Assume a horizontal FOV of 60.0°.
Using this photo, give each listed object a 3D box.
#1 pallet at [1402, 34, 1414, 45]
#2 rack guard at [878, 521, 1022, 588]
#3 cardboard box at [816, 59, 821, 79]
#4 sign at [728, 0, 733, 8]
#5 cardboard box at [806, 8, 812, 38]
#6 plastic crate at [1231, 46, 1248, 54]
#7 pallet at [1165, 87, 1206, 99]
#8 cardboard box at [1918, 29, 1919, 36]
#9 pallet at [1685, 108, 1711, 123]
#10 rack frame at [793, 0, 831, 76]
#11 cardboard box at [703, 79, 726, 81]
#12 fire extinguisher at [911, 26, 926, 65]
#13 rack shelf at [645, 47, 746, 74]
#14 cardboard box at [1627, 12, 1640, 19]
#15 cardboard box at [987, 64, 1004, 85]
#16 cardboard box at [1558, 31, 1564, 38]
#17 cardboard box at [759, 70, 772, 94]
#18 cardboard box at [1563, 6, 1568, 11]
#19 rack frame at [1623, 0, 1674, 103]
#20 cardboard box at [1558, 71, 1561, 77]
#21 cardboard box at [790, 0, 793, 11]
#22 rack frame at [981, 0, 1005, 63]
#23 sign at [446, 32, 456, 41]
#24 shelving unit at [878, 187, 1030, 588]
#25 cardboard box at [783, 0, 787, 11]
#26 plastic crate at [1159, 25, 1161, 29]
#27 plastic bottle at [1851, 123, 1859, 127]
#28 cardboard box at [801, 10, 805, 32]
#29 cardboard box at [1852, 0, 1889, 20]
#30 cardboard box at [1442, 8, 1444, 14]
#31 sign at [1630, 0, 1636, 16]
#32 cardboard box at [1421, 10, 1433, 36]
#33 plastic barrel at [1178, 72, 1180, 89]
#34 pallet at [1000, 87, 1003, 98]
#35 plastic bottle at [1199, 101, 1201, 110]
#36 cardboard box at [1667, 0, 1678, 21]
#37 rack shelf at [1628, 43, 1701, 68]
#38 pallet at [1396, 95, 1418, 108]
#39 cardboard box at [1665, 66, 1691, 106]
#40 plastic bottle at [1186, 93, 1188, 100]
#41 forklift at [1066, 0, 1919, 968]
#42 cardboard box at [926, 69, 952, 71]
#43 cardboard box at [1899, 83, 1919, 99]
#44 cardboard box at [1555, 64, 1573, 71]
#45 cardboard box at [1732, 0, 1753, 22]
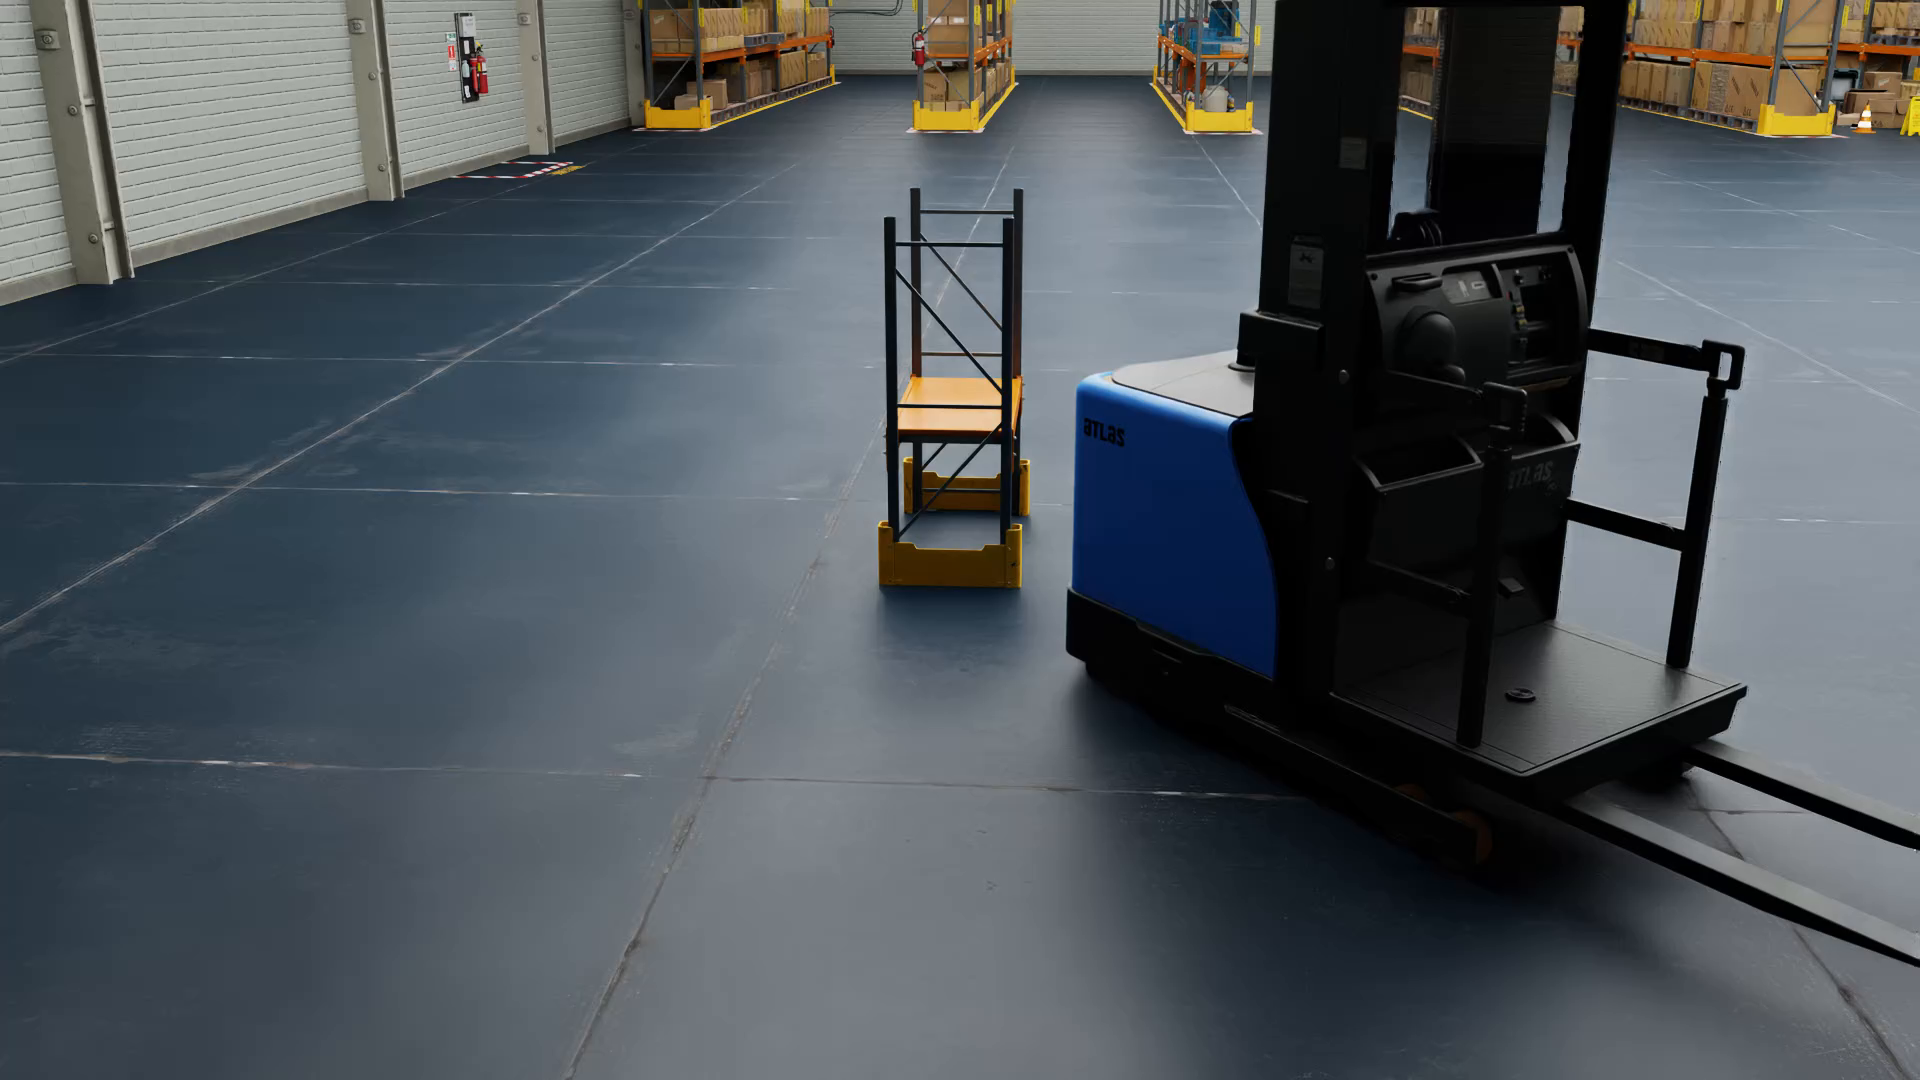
[{"bbox_3d":[10.260,-10.834,35.976,1.213,0.211,1.003,1,18,4],"label":"pallet"},{"bbox_3d":[-0.041,0.060,6.840,0.587,0.250,0.087,1,18,4],"label":"rack guard"},{"bbox_3d":[-4.065,-12.445,43.927,0.700,0.500,0.500,1,18,2],"label":"cardboard box"},{"bbox_3d":[-5.171,-12.042,37.496,0.100,0.325,0.005,1,18,4],"label":"sign"},{"bbox_3d":[-4.275,-13.033,41.899,0.980,0.700,0.700,2,18,5],"label":"cardboard box"},{"bbox_3d":[5.076,-8.920,30.251,0.298,0.136,0.250,1,18,4],"label":"plastic crate"},{"bbox_3d":[5.369,-10.558,39.304,1.003,0.211,1.213,1,18,4],"label":"pallet"},{"bbox_3d":[19.773,-10.327,33.852,0.380,0.149,0.250,1,18,2],"label":"cardboard box"},{"bbox_3d":[14.725,-8.204,32.123,1.003,0.211,1.213,1,18,4],"label":"pallet"},{"bbox_3d":[-4.044,-13.965,45.224,1.000,3.000,0.127,1,18,4],"label":"rack frame"},{"bbox_3d":[-4.939,-8.936,33.184,0.500,0.500,0.500,0,18,0],"label":"cardboard box"},{"bbox_3d":[-0.721,-8.823,29.657,0.296,0.674,0.183,1,18,4],"label":"fire extinguisher"},{"bbox_3d":[-5.047,-9.275,32.066,1.077,0.370,4.000,1,18,4],"label":"rack shelf"},{"bbox_3d":[14.722,-11.532,36.572,0.380,0.149,0.250,1,18,2],"label":"cardboard box"},{"bbox_3d":[0.817,-11.321,40.464,0.500,0.500,0.500,1,18,4],"label":"cardboard box"},{"bbox_3d":[15.259,-12.710,41.799,0.380,0.149,0.250,2,18,5],"label":"cardboard box"},{"bbox_3d":[-4.617,-10.277,37.276,0.700,0.500,0.500,2,18,5],"label":"cardboard box"},{"bbox_3d":[15.278,-13.384,41.208,0.500,0.500,0.500,2,18,5],"label":"cardboard box"},{"bbox_3d":[15.144,-11.006,36.195,1.000,3.000,0.127,1,18,4],"label":"rack frame"},{"bbox_3d":[15.299,-11.746,41.878,0.380,0.149,0.250,0,18,1],"label":"cardboard box"},{"bbox_3d":[-4.228,-12.651,39.340,0.500,0.250,0.500,1,18,3],"label":"cardboard box"},{"bbox_3d":[0.611,-12.613,41.099,1.000,3.000,0.127,1,18,4],"label":"rack frame"},{"bbox_3d":[-6.782,-6.703,22.153,0.001,0.109,0.331,1,18,4],"label":"sign"},{"bbox_3d":[-0.005,-0.689,7.117,0.587,1.500,1.083,1,18,4],"label":"shelving unit"},{"bbox_3d":[-4.290,-12.337,38.382,0.500,0.250,0.500,1,18,3],"label":"cardboard box"},{"bbox_3d":[5.445,-13.419,43.730,0.416,0.233,0.300,1,18,4],"label":"plastic crate"},{"bbox_3d":[16.559,-7.653,30.682,0.133,0.061,0.283,-5,19,-15],"label":"plastic bottle"},{"bbox_3d":[-4.112,-12.772,40.913,0.500,0.500,0.500,1,18,3],"label":"cardboard box"},{"bbox_3d":[19.865,-11.616,36.291,0.500,0.500,0.500,1,18,2],"label":"cardboard box"},{"bbox_3d":[9.632,-10.436,32.211,0.500,0.500,0.500,1,18,4],"label":"cardboard box"},{"bbox_3d":[14.603,-11.528,36.056,0.100,0.325,0.005,1,18,4],"label":"sign"},{"bbox_3d":[9.950,-10.695,34.406,0.797,0.503,0.637,3,18,10],"label":"cardboard box"},{"bbox_3d":[5.234,-10.606,38.295,0.421,0.512,0.421,0,18,0],"label":"plastic barrel"},{"bbox_3d":[0.505,-10.655,39.600,1.003,0.211,1.213,1,18,4],"label":"pallet"},{"bbox_3d":[4.566,-8.358,31.899,0.097,0.201,0.097,0,18,0],"label":"plastic bottle"},{"bbox_3d":[14.996,-10.915,34.149,0.700,0.500,0.500,1,18,3],"label":"cardboard box"},{"bbox_3d":[15.001,-10.043,34.412,1.077,0.370,4.000,1,18,4],"label":"rack shelf"},{"bbox_3d":[10.147,-9.581,36.323,1.003,0.211,1.213,1,18,4],"label":"pallet"},{"bbox_3d":[14.812,-9.089,33.284,1.050,0.750,0.750,1,18,4],"label":"cardboard box"},{"bbox_3d":[4.439,-8.585,32.460,0.061,0.283,0.133,2,18,6],"label":"plastic bottle"},{"bbox_3d":[1.642,-0.647,4.689,1.130,2.935,3.031,-12,22,-33],"label":"forklift"},{"bbox_3d":[-0.414,-8.775,31.922,0.500,0.500,0.500,1,18,4],"label":"cardboard box"},{"bbox_3d":[19.934,-9.238,34.345,0.950,0.372,0.625,2,18,6],"label":"cardboard box"},{"bbox_3d":[15.217,-11.899,41.869,0.380,0.149,0.250,1,18,2],"label":"cardboard box"},{"bbox_3d":[14.668,-9.732,30.331,0.875,0.550,0.500,1,18,4],"label":"cardboard box"}]
